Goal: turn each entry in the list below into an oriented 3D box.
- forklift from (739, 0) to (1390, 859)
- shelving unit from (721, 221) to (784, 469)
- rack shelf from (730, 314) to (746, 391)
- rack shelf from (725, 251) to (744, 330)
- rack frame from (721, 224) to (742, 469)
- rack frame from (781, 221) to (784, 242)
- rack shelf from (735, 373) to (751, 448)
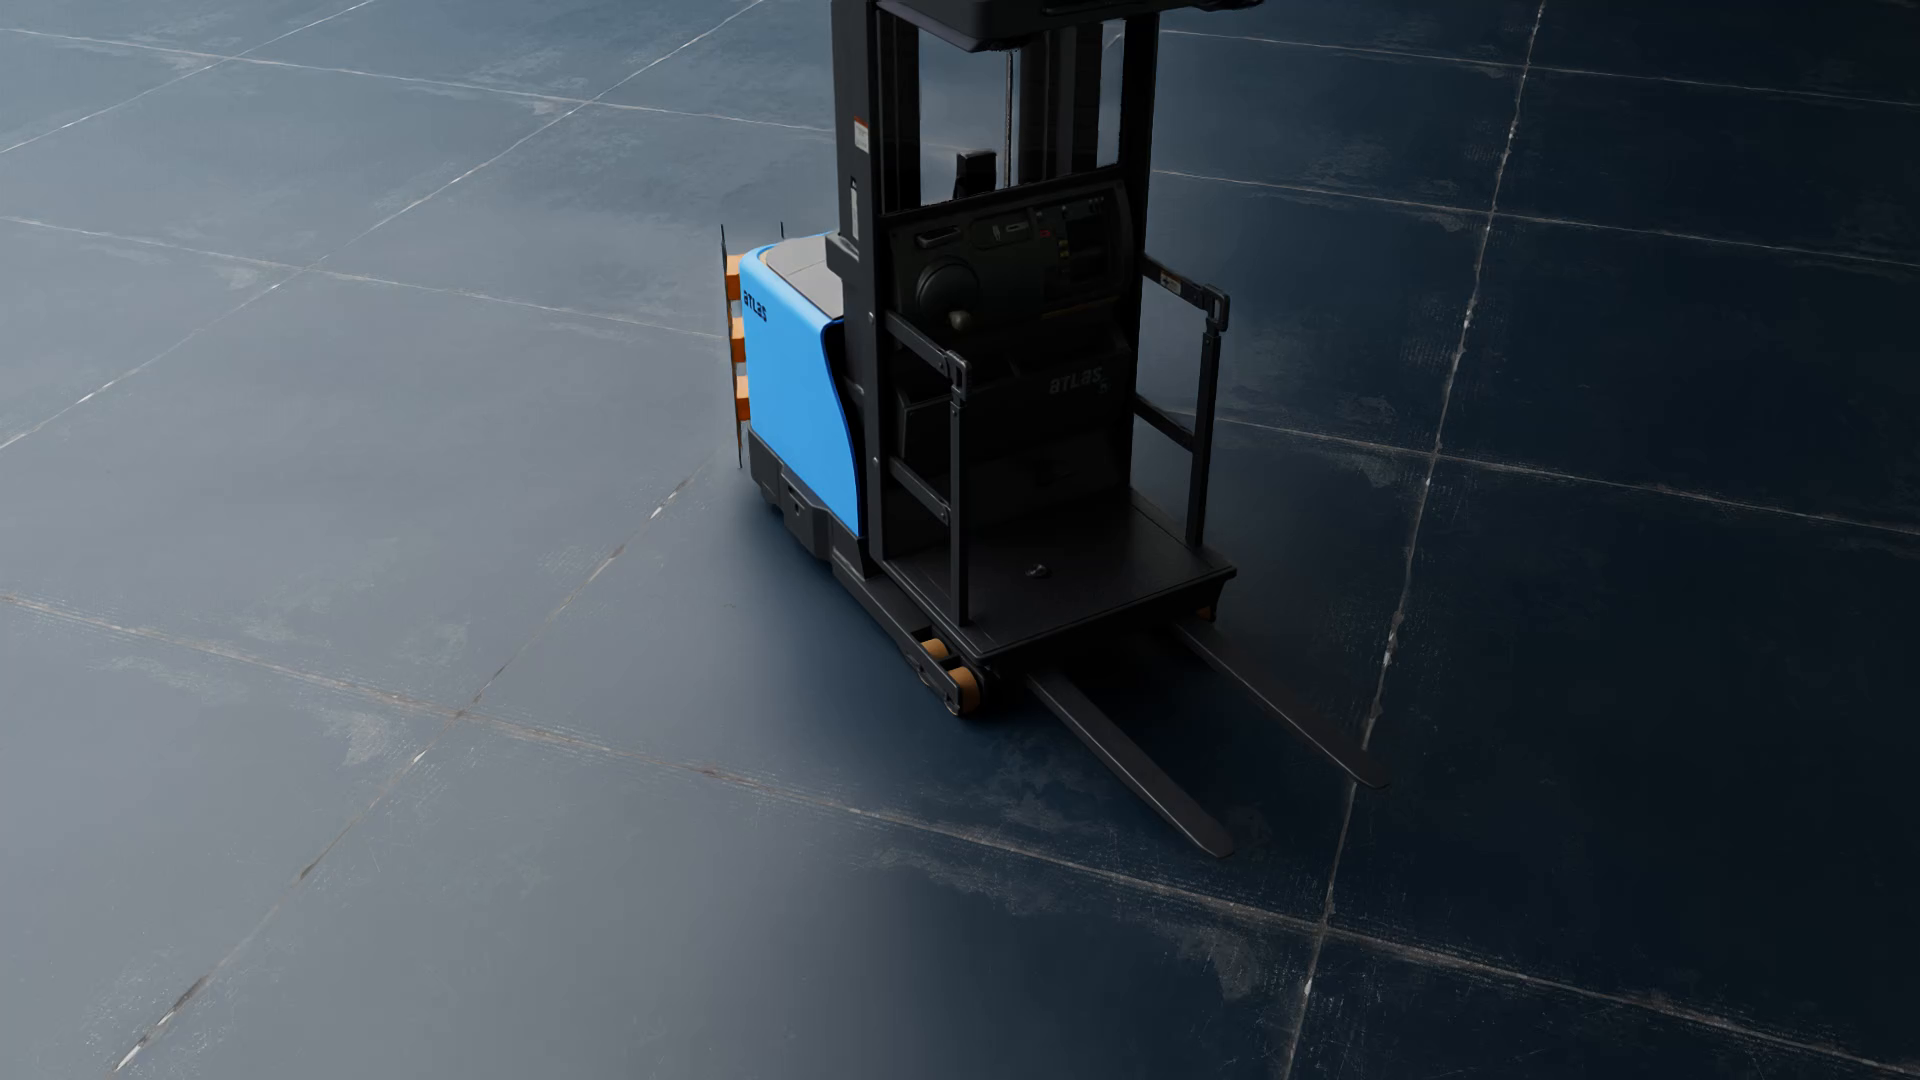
[{"bbox_3d":[0.291,-0.908,5.454,1.130,2.935,3.031,-18,37,-25],"label":"forklift"},{"bbox_3d":[-0.843,-0.811,7.038,0.252,1.050,0.215,-4,33,-6],"label":"shelving unit"},{"bbox_3d":[-0.843,-0.802,7.044,0.240,0.259,0.215,-4,33,-6],"label":"rack shelf"},{"bbox_3d":[-0.843,-1.041,6.890,0.240,0.259,0.215,-4,33,-6],"label":"rack shelf"},{"bbox_3d":[-0.964,-0.803,7.026,0.008,1.050,0.200,-4,33,-6],"label":"rack frame"},{"bbox_3d":[-0.722,-0.819,7.051,0.008,1.050,0.200,-4,33,-6],"label":"rack frame"},{"bbox_3d":[-0.843,-0.569,7.195,0.240,0.259,0.215,-4,33,-6],"label":"rack shelf"}]
